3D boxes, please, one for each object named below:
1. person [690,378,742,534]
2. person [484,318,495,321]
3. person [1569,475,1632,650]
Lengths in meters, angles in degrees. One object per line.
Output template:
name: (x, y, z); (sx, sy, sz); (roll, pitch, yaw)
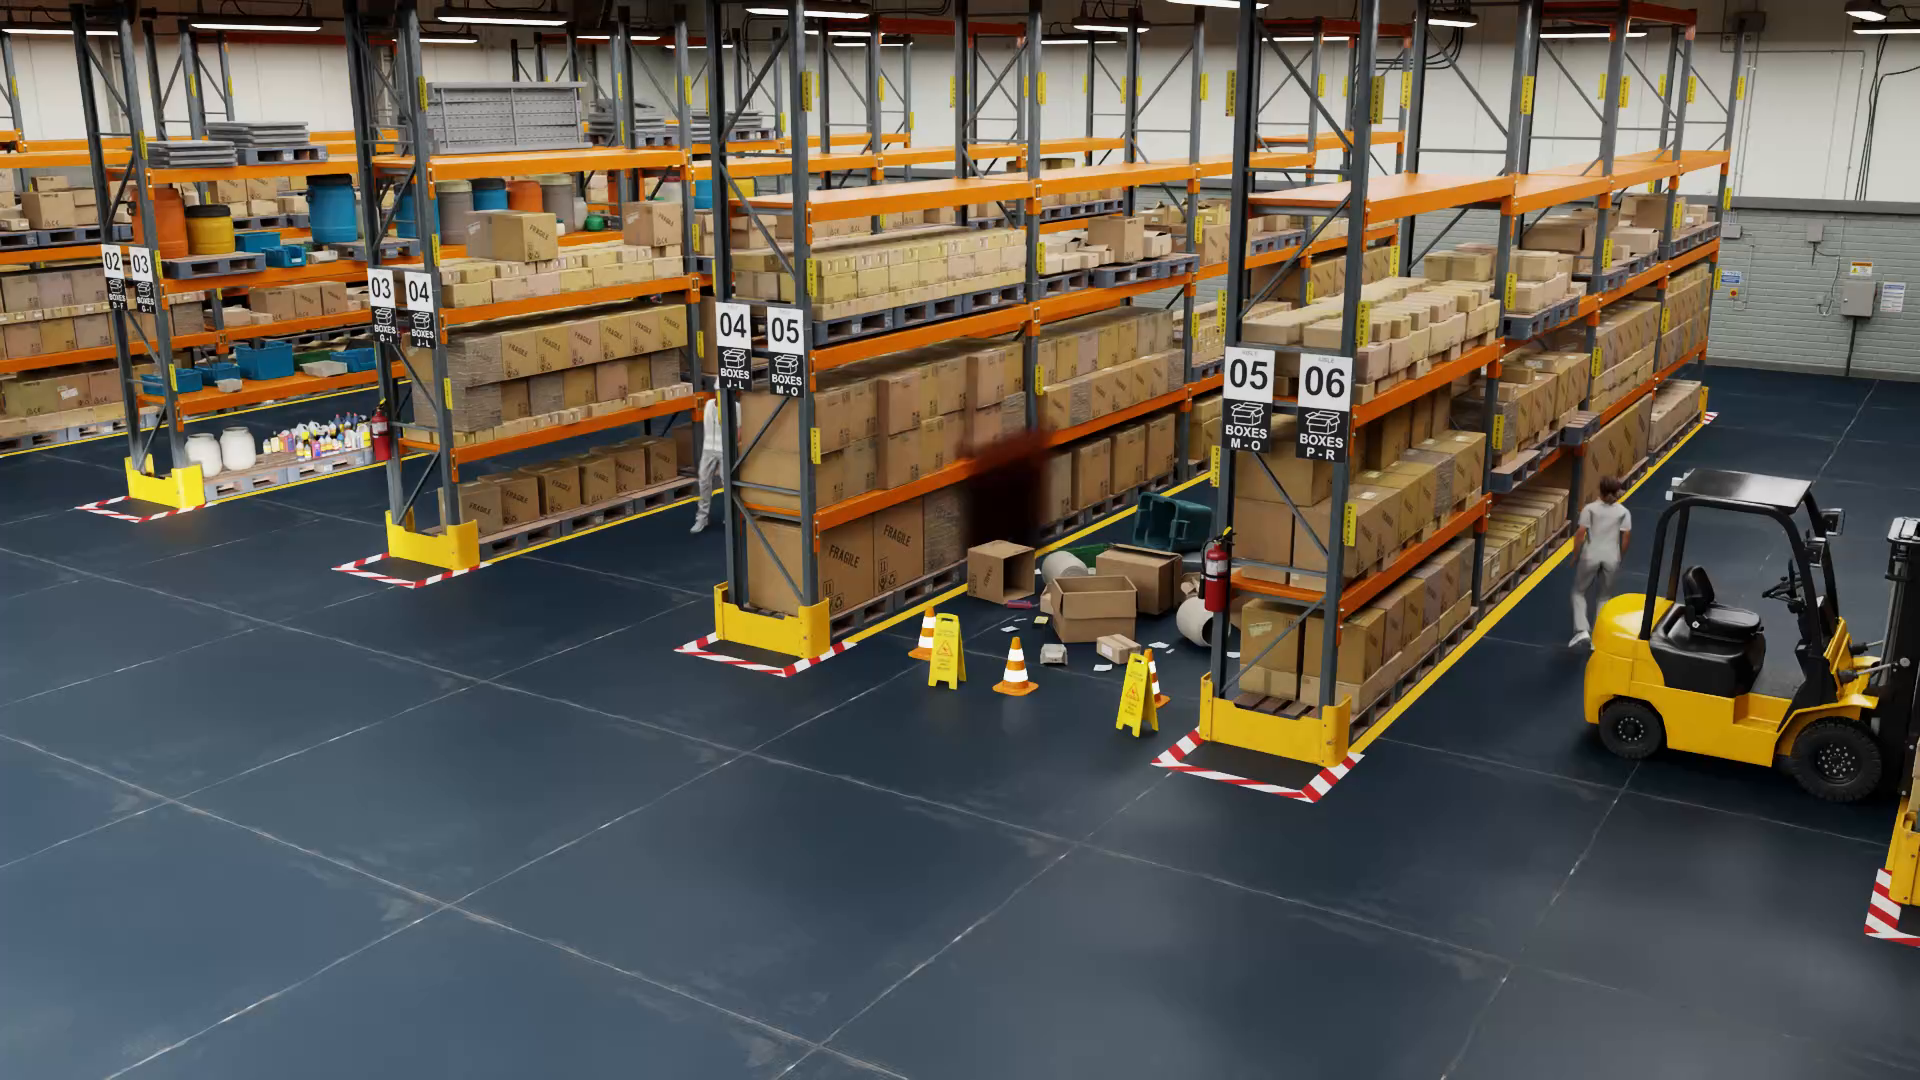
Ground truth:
person: (-2.888, -1.000, 19.537); (0.589, 1.788, 0.737); (6, 17, 21)
person: (-8.060, -3.662, 29.029); (0.620, 1.778, 0.503); (10, 19, 32)
person: (5.932, 0.230, 15.402); (0.514, 1.623, 0.617); (4, 16, 14)
